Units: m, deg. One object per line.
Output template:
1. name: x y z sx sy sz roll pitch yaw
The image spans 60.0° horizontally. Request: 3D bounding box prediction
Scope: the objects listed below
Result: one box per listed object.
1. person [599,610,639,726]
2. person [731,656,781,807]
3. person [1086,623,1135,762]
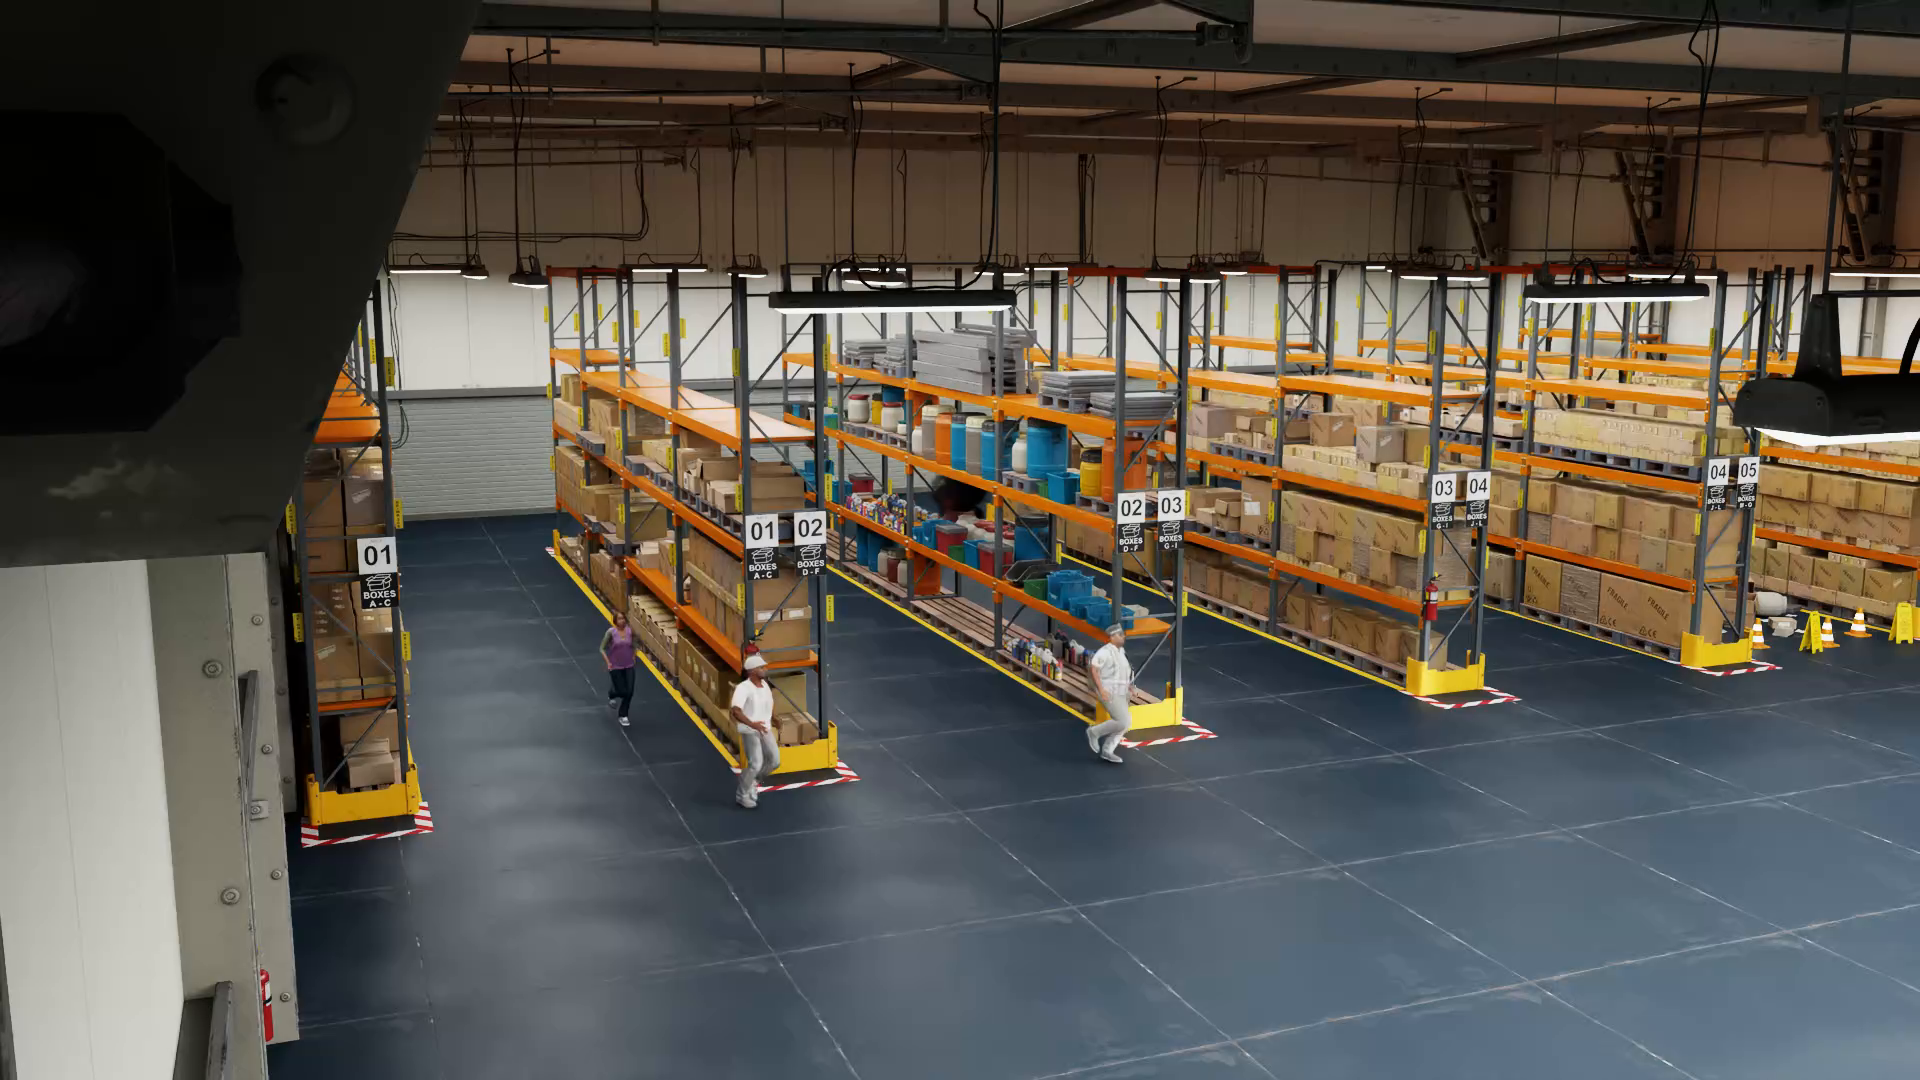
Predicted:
1. person: -4.575 1.708 22.426 0.538 1.557 0.549 -6 11 -29
2. person: -2.302 2.190 19.130 0.519 1.715 0.781 5 11 28
3. person: 1.946 1.891 20.894 0.550 1.707 0.699 5 11 29
